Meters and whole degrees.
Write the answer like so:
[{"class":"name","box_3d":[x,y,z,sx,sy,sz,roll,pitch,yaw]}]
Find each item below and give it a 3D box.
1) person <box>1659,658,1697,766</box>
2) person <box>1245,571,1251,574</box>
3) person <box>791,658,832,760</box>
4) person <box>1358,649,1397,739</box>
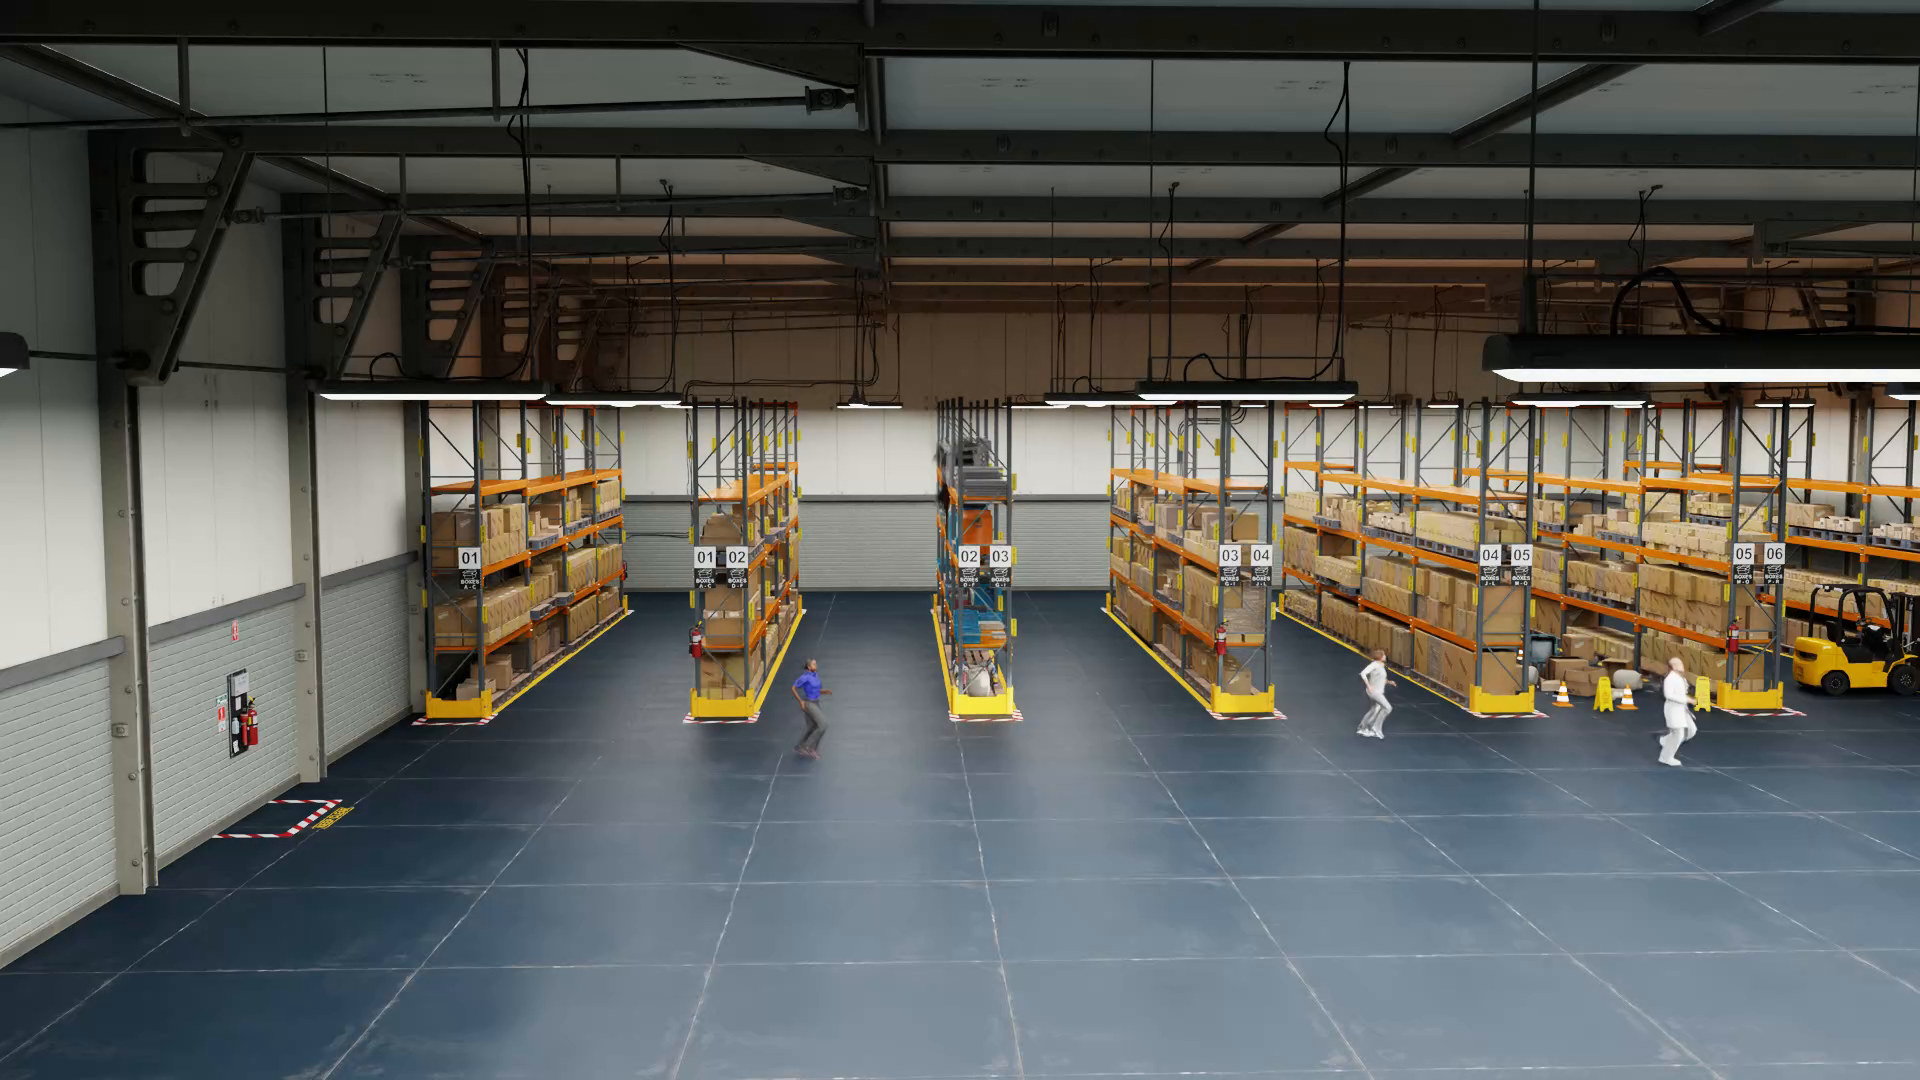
[{"class":"person","box_3d":[11.613,2.774,26.882,0.615,1.749,0.765,4,6,39]},{"class":"person","box_3d":[7.972,1.262,47.054,0.711,1.654,0.515,2,5,24]},{"class":"person","box_3d":[-2.434,2.788,27.413,0.702,1.690,0.542,1,5,14]},{"class":"person","box_3d":[7.289,2.686,29.130,0.671,1.570,0.564,2,5,29]}]
